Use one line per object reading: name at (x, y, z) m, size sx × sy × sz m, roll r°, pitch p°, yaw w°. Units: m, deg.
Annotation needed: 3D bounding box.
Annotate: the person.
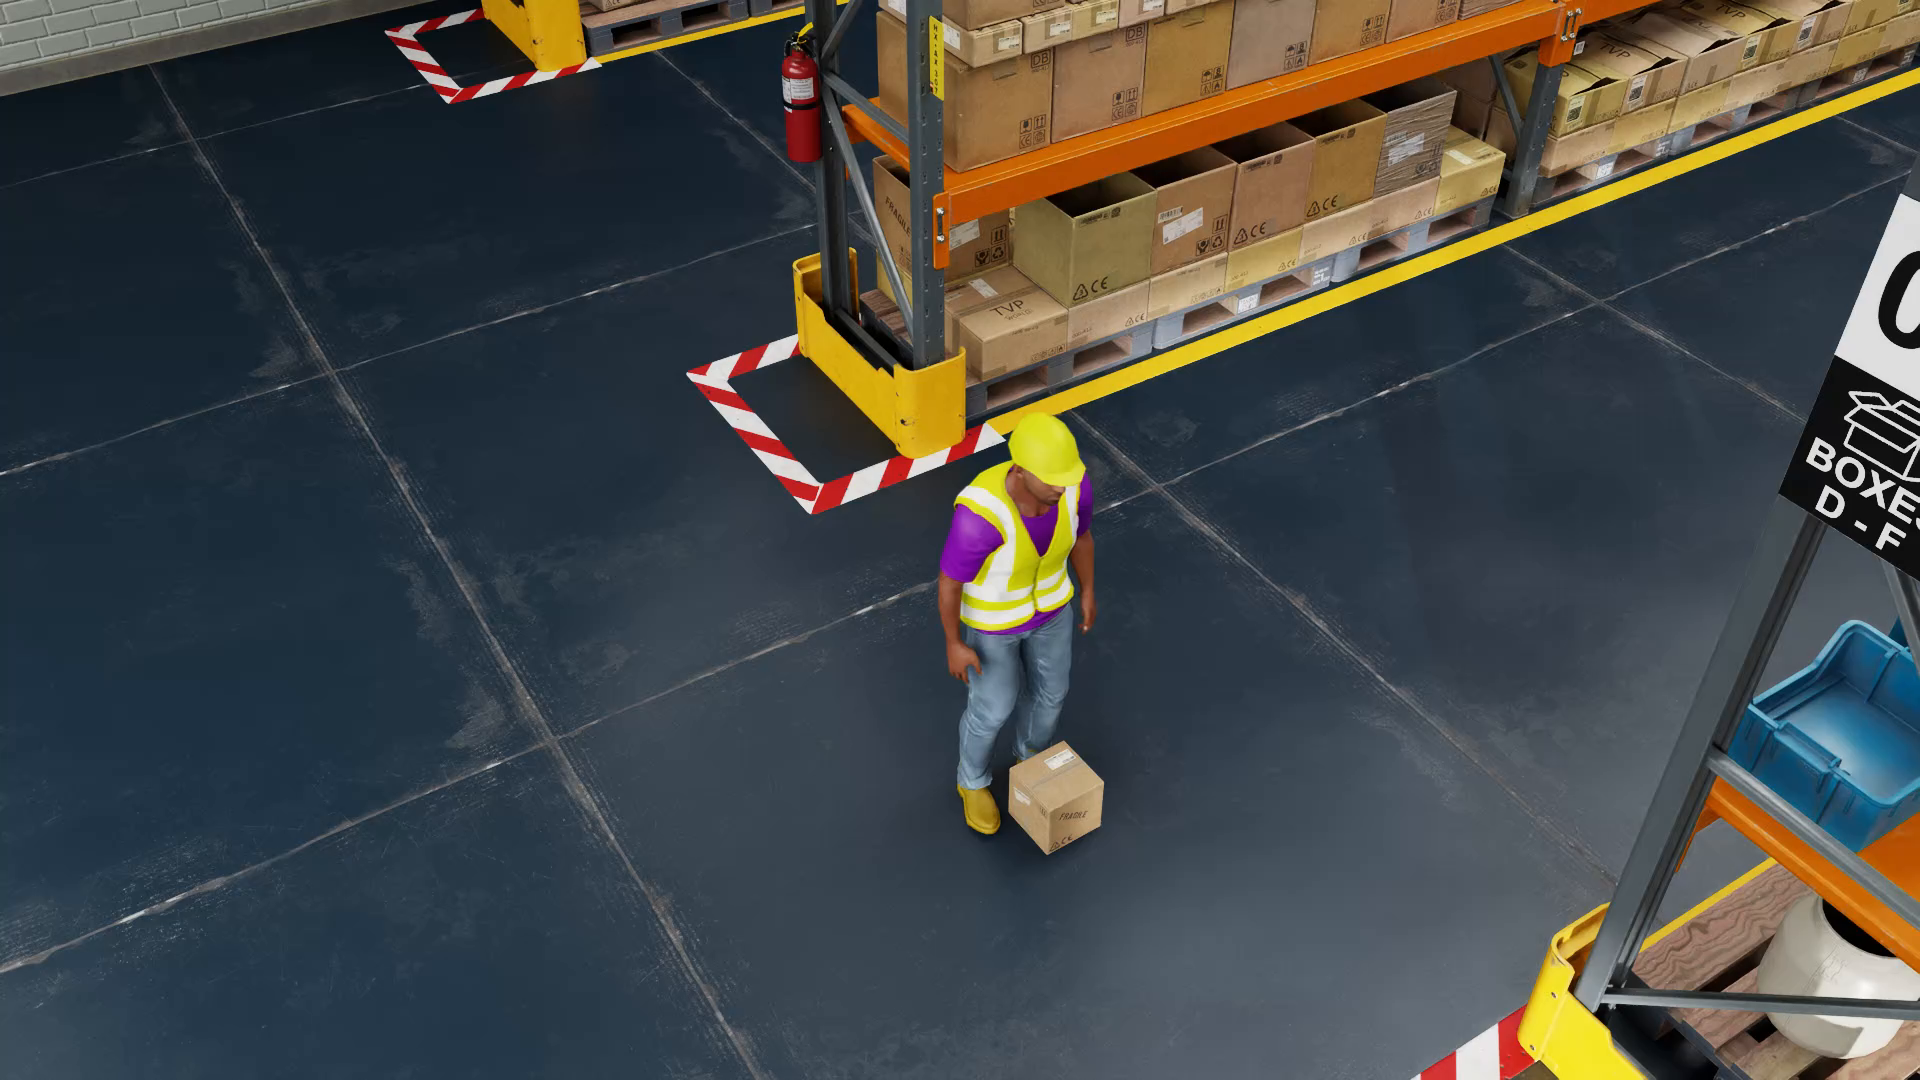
person at (0.216, 0.266, 5.835) m, size 0.628 × 1.757 × 0.458 m, roll -22°, pitch 45°, yaw -24°
